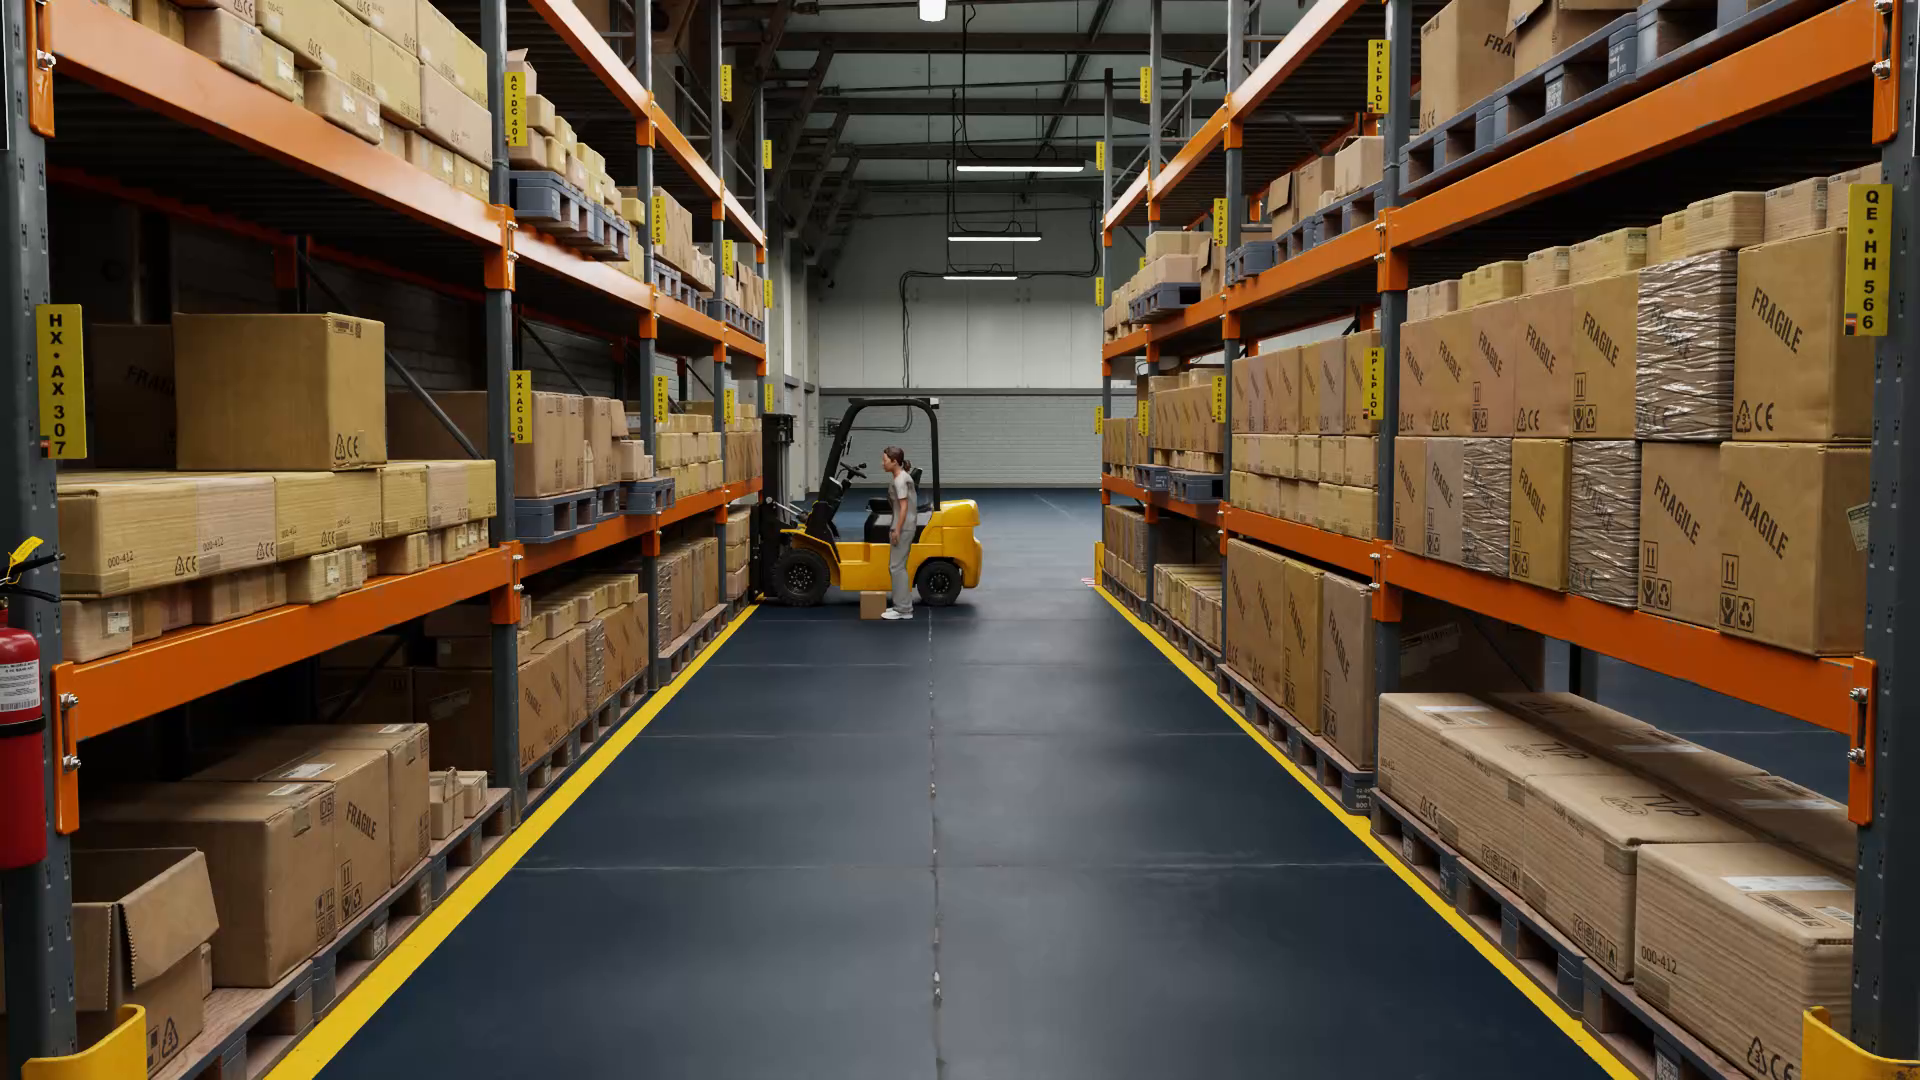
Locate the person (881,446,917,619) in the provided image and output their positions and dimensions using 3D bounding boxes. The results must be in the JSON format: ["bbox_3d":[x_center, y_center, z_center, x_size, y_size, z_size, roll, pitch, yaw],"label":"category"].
[{"bbox_3d":[-0.593,-0.077,16.109,0.354,1.673,0.513,0,4,-4],"label":"person"}]
